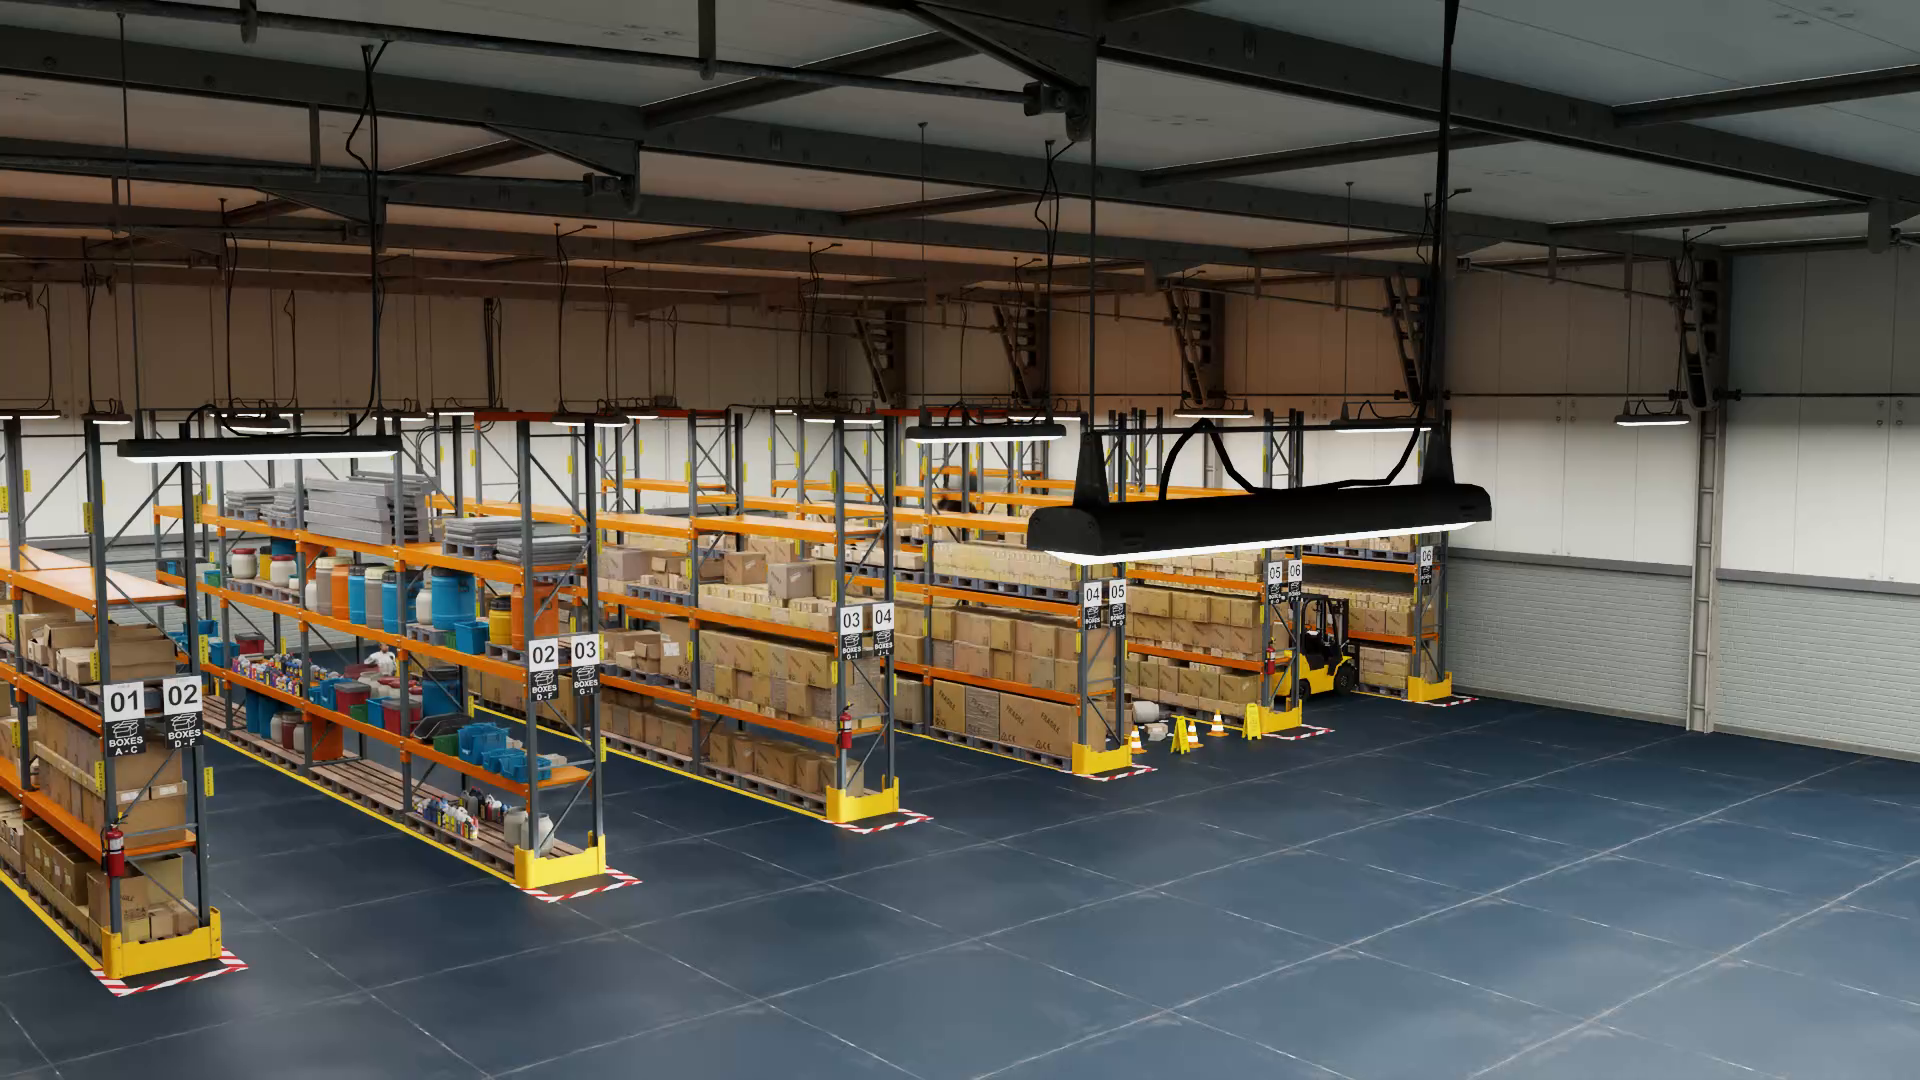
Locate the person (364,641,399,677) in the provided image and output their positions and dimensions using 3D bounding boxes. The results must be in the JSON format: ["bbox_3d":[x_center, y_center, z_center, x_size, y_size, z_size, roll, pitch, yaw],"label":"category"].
[{"bbox_3d":[-10.953,2.720,31.633,0.735,1.753,0.592,4,6,39],"label":"person"}]

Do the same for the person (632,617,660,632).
[{"bbox_3d":[-7.925,1.840,41.457,0.740,1.702,0.759,1,5,11],"label":"person"}]

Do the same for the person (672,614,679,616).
[{"bbox_3d":[-5.920,2.394,34.853,0.714,1.713,0.633,-5,7,-42],"label":"person"}]
